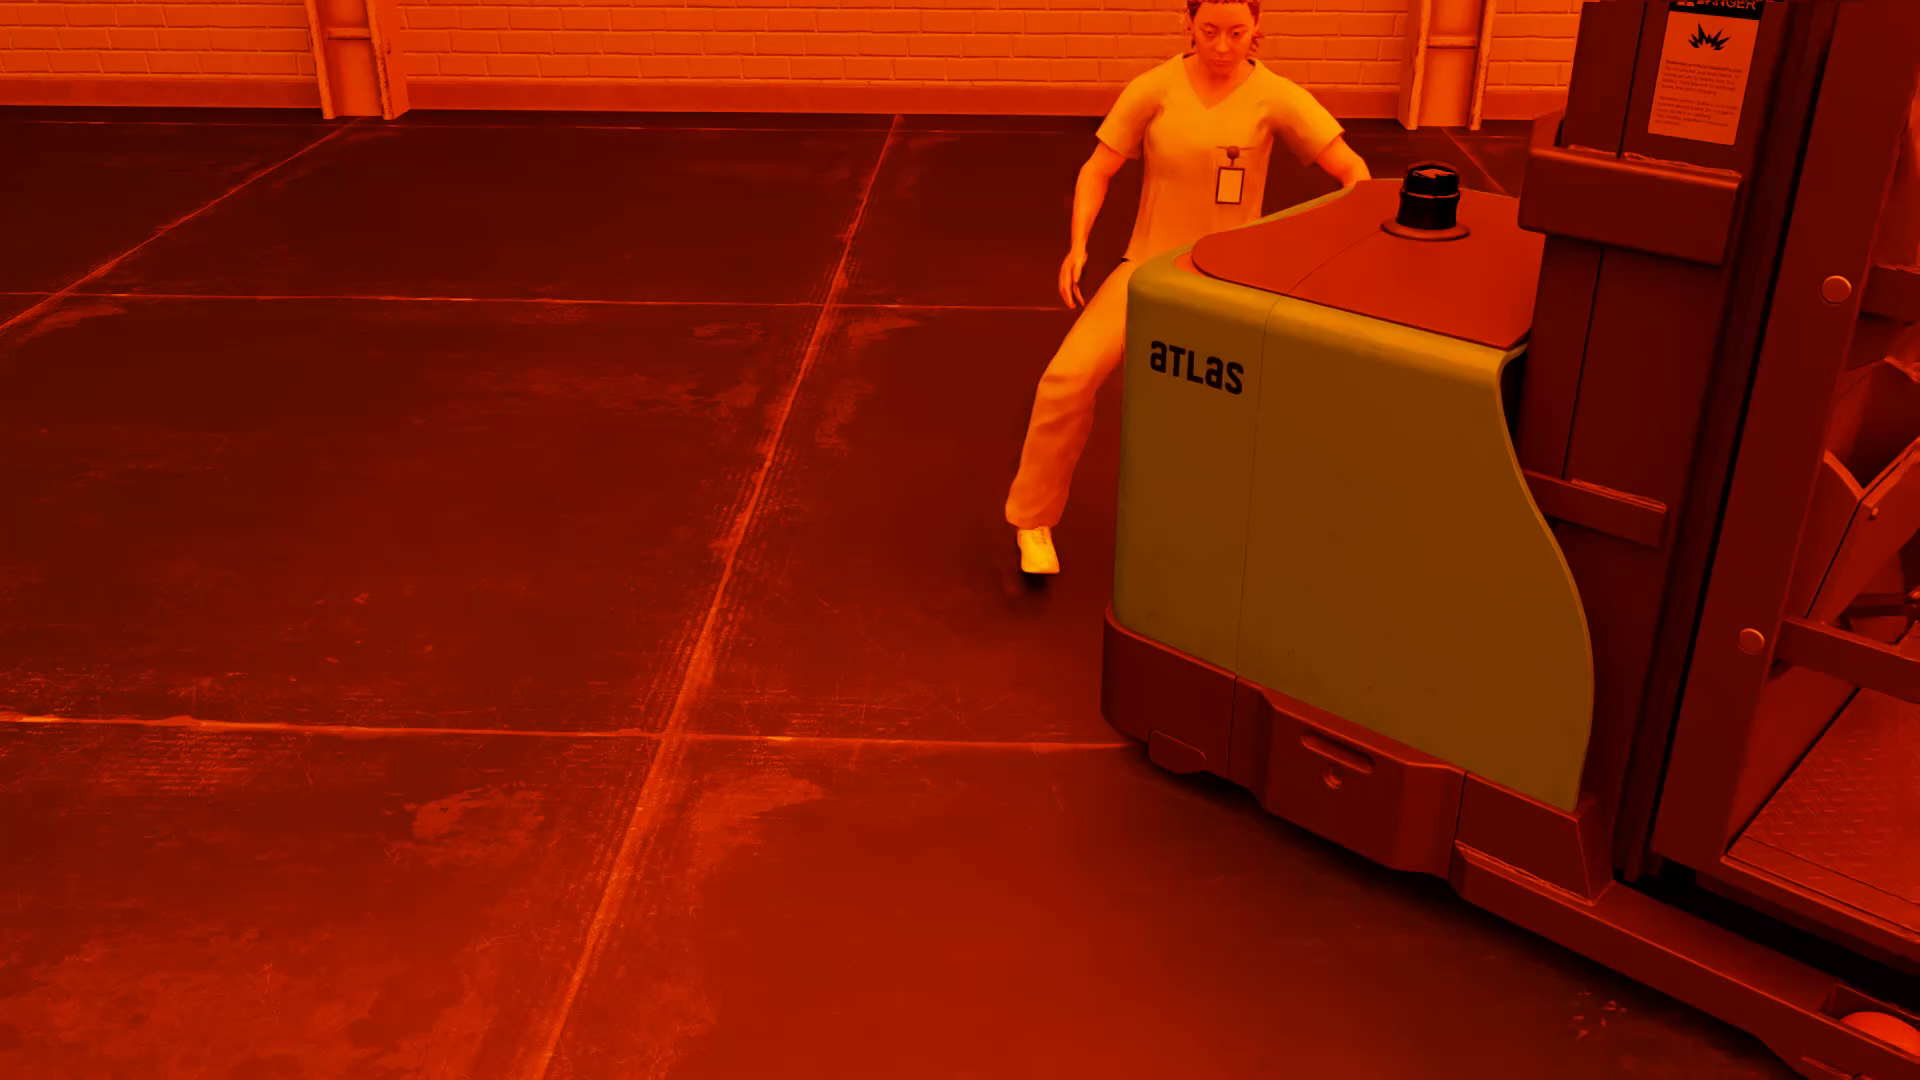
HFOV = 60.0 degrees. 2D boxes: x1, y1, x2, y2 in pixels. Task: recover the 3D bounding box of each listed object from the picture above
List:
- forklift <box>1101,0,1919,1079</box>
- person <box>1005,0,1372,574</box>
[{"bbox_3d":[1.733,-0.595,2.415,3.031,2.935,1.130,22,34,37],"label":"forklift"},{"bbox_3d":[0.633,-0.669,4.228,0.939,1.538,0.880,5,27,11],"label":"person"}]
